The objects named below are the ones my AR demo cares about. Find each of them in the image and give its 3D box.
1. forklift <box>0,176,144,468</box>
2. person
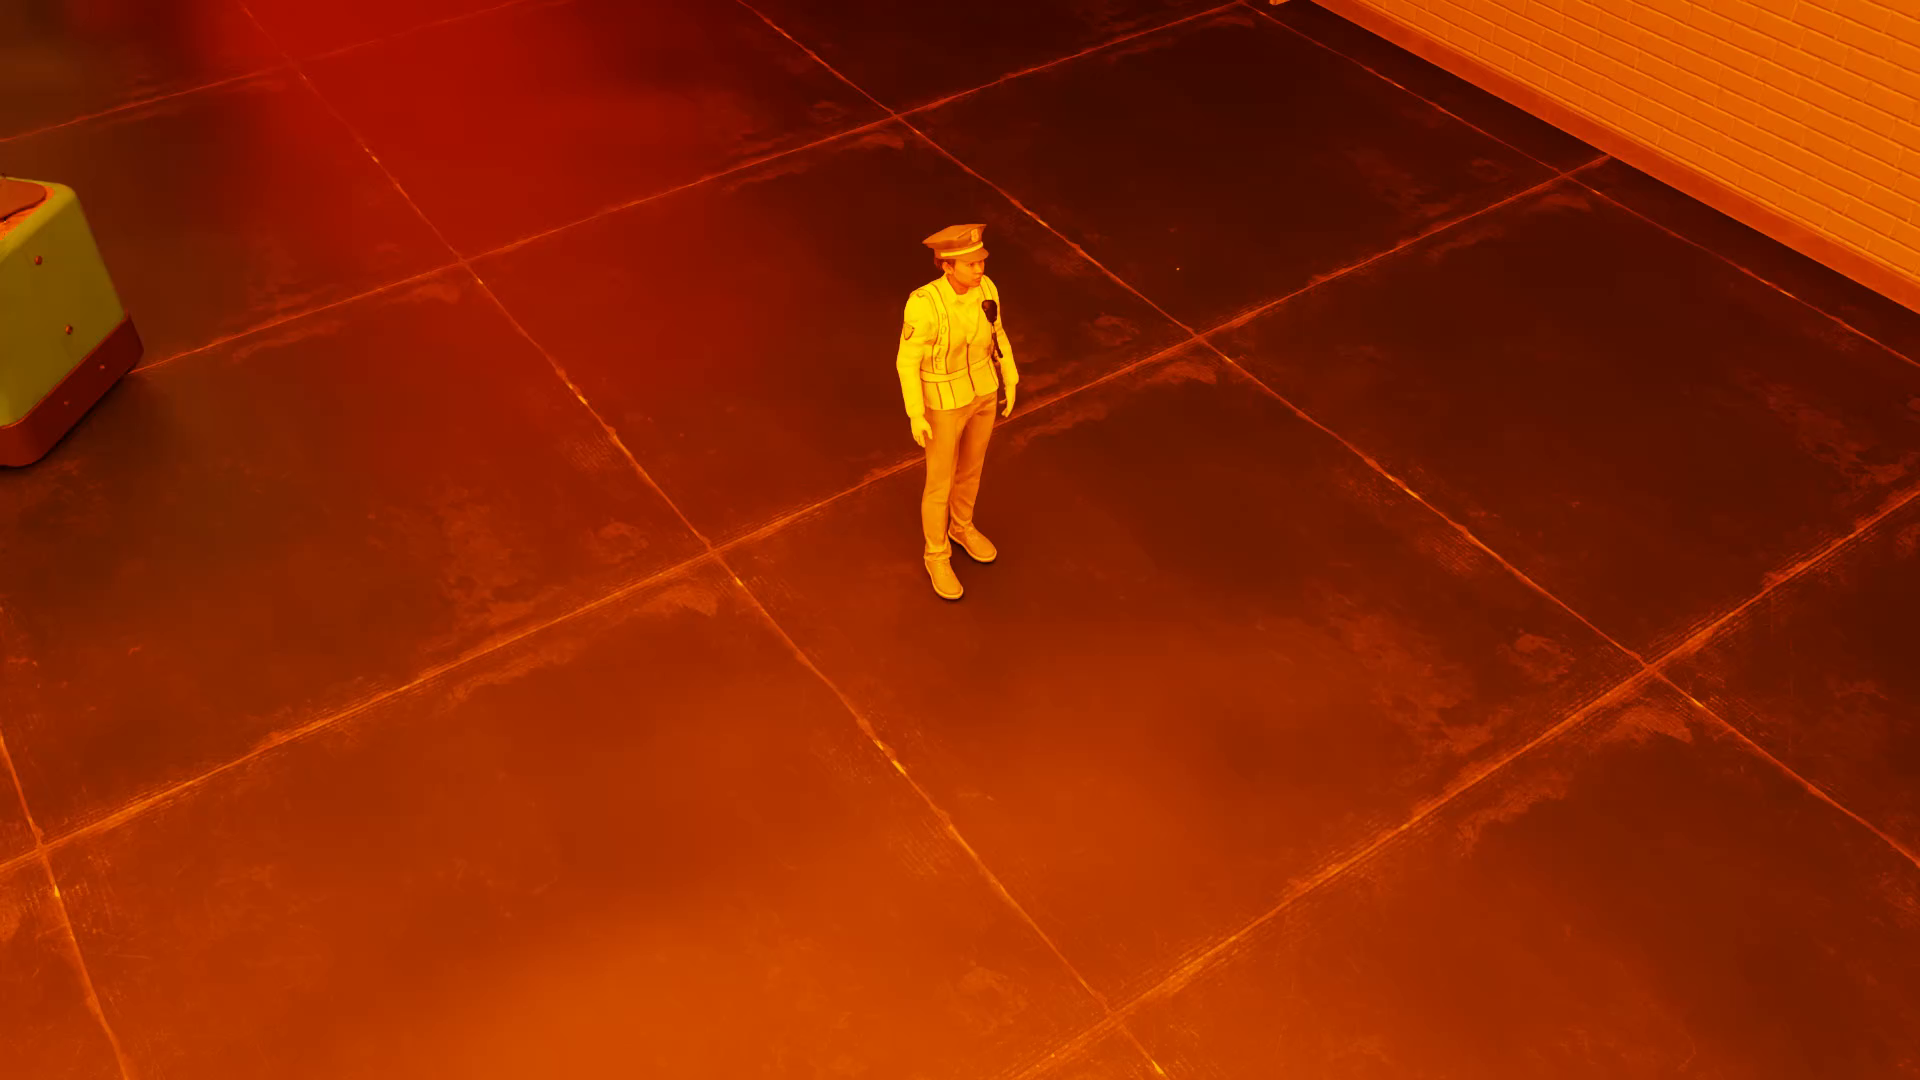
[{"bbox_3d":[-5.917,-1.943,7.823,3.031,2.935,1.130,9,43,9],"label":"forklift"},{"bbox_3d":[0.034,-0.587,7.254,0.586,1.694,0.530,-25,48,-25],"label":"person"}]
